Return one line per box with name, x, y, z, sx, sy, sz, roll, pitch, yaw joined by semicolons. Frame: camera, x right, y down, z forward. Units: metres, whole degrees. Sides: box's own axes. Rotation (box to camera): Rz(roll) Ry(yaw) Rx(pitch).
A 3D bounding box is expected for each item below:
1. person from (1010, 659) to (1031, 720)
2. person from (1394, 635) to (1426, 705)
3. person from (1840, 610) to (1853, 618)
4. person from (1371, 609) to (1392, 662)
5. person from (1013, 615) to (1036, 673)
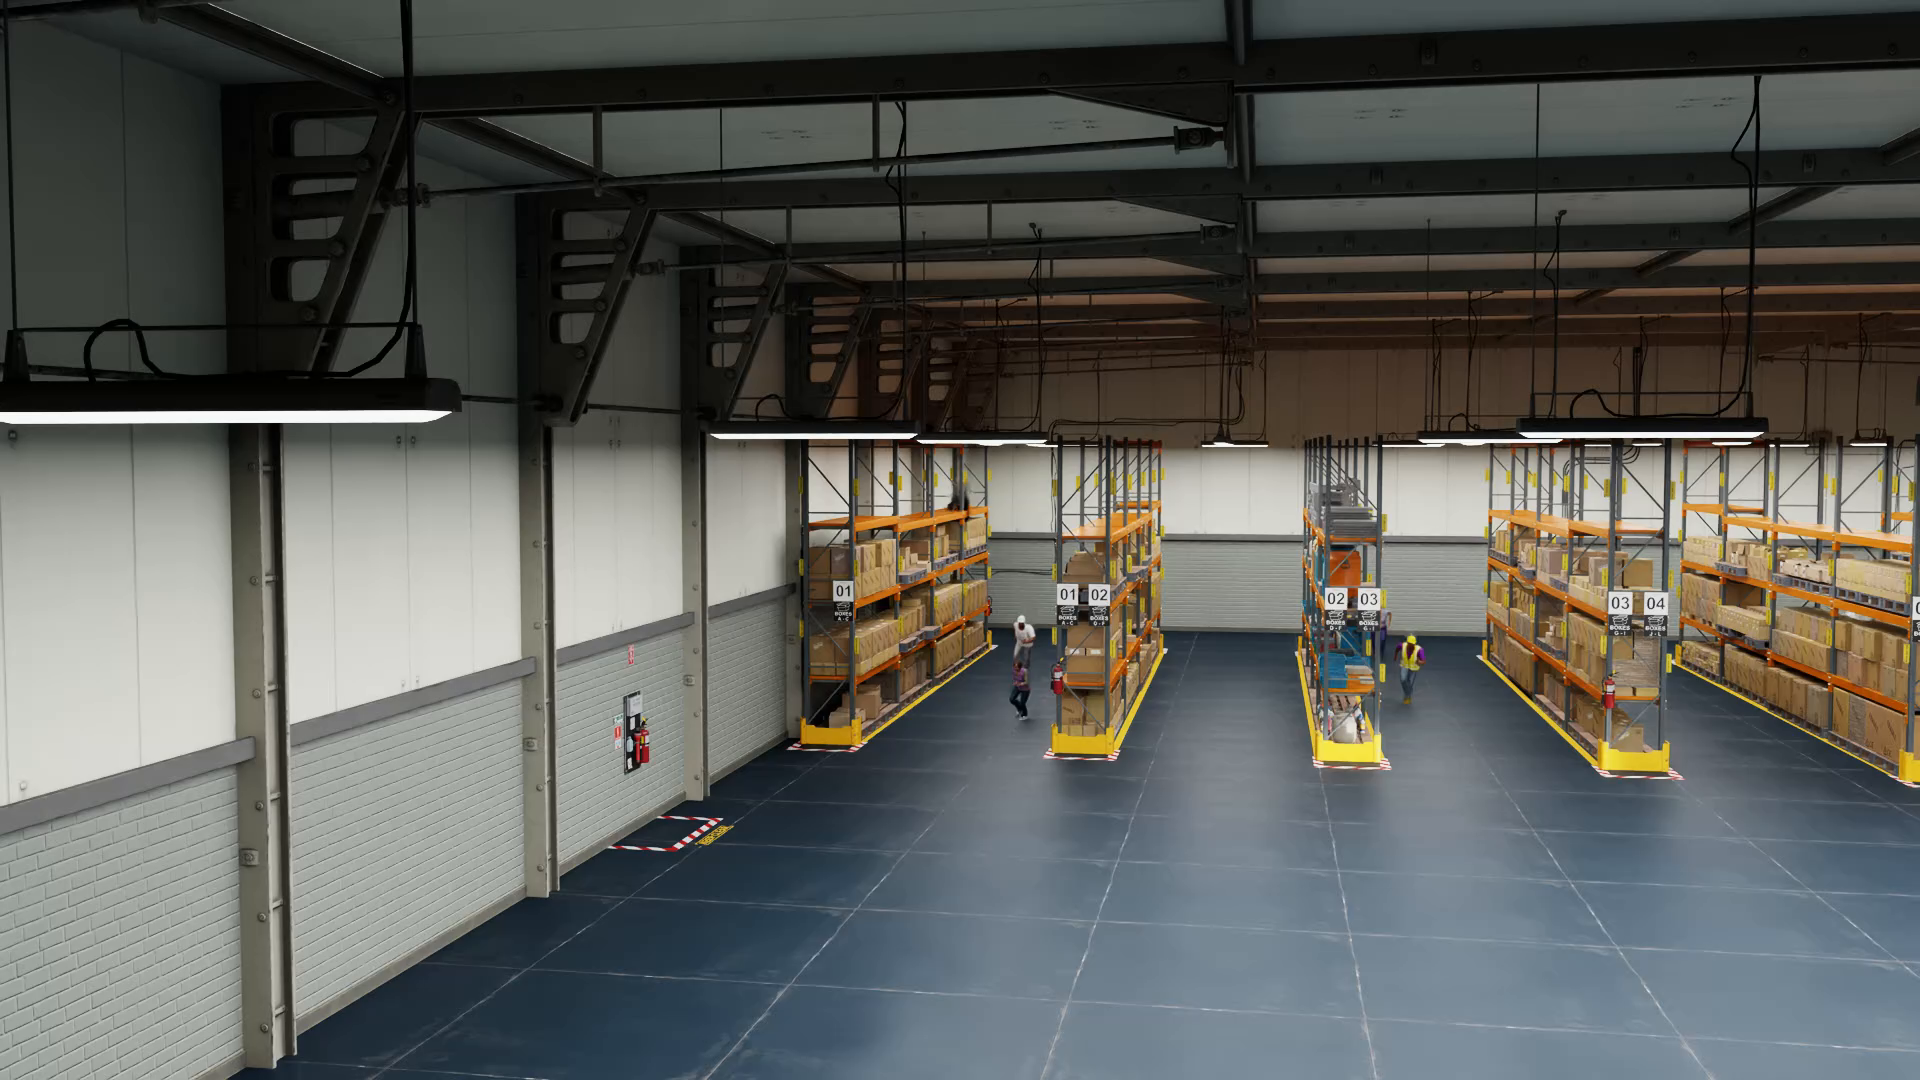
person;1.260;3.155;34.848;0.548;1.341;0.930;2;3;28
person;10.115;2.889;37.391;0.699;1.570;1.117;1;3;15
person;24.102;2.442;45.196;0.899;1.702;0.618;0;3;6
person;11.446;2.525;45.390;0.650;1.607;0.960;0;3;8
person;1.623;2.646;41.819;0.717;1.581;1.103;1;3;20
